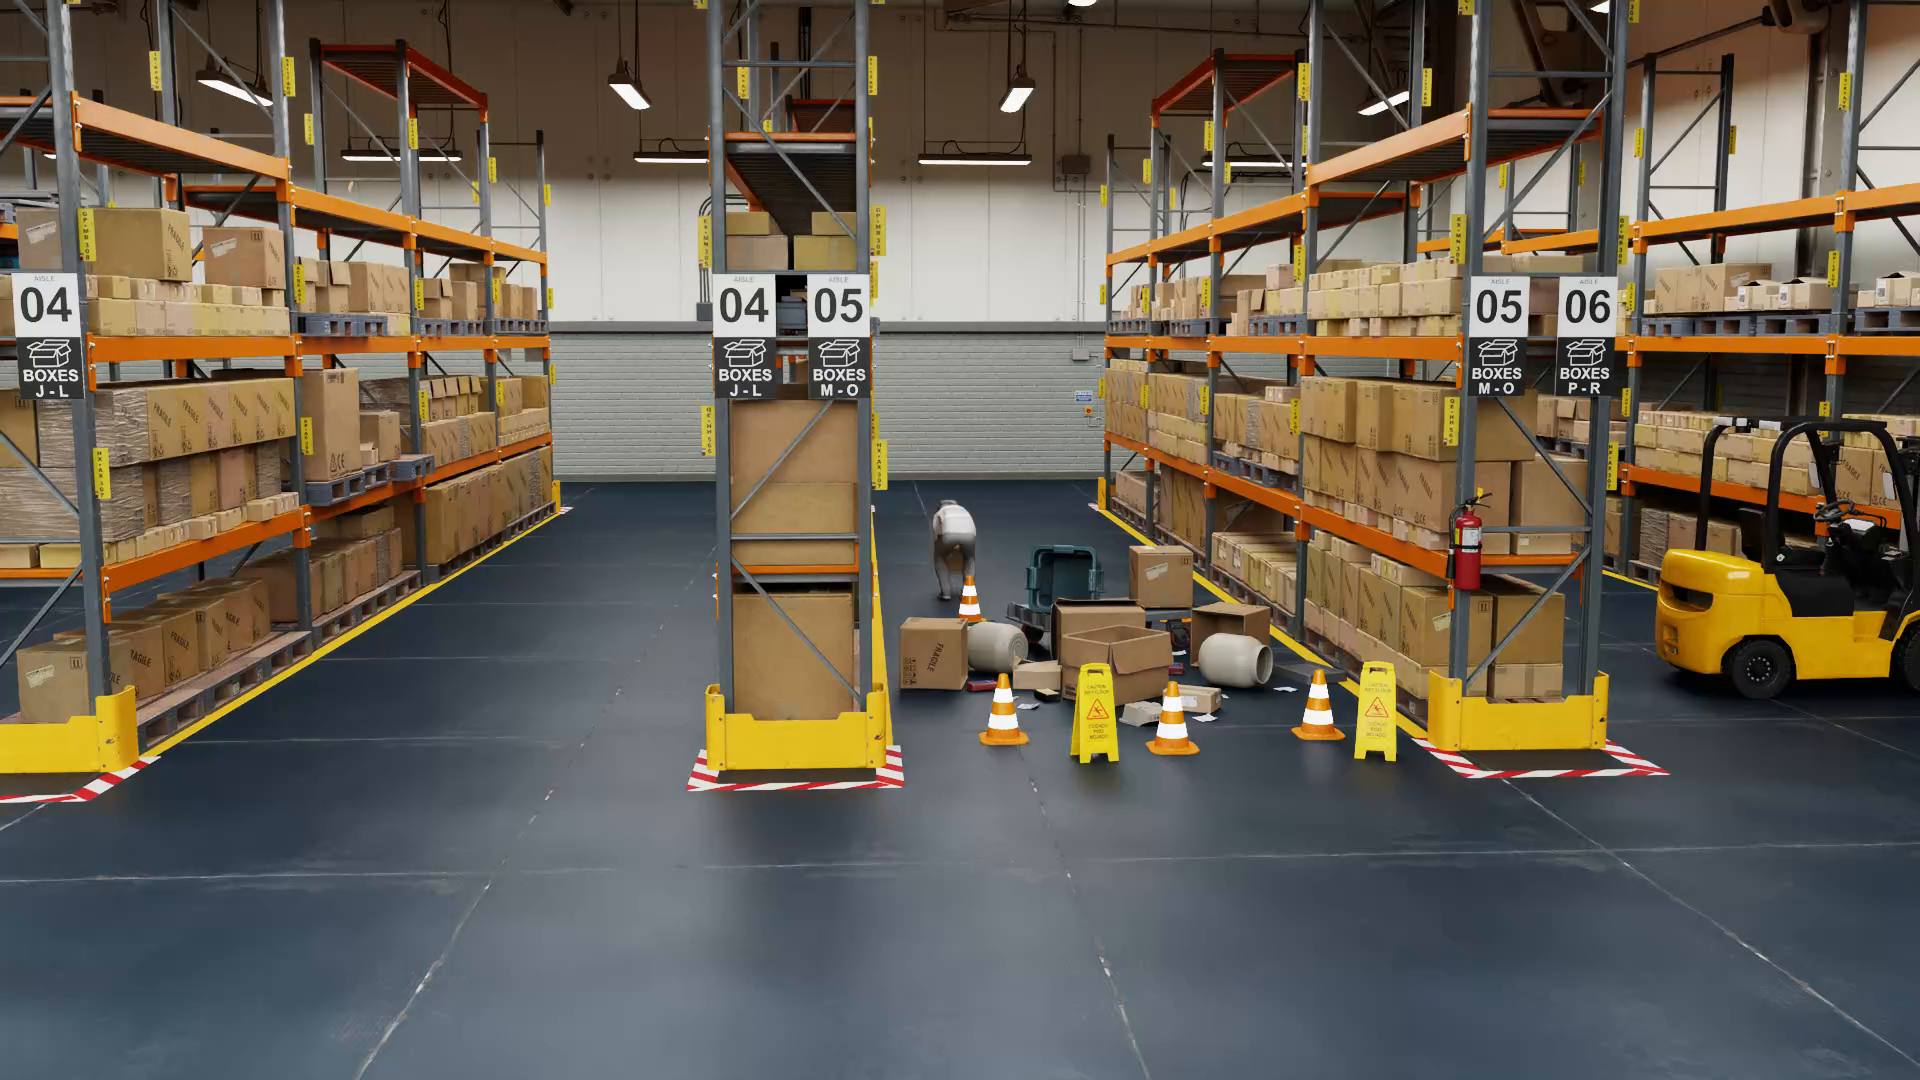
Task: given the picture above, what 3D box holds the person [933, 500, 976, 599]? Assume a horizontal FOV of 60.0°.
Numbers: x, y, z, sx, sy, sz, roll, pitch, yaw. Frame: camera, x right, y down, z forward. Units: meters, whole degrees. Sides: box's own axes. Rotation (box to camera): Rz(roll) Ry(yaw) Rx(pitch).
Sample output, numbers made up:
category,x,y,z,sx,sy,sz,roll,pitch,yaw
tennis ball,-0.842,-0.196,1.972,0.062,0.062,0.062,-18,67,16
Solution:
category,x,y,z,sx,sy,sz,roll,pitch,yaw
person,-0.066,0.107,18.004,0.452,1.030,0.932,-1,7,-7
